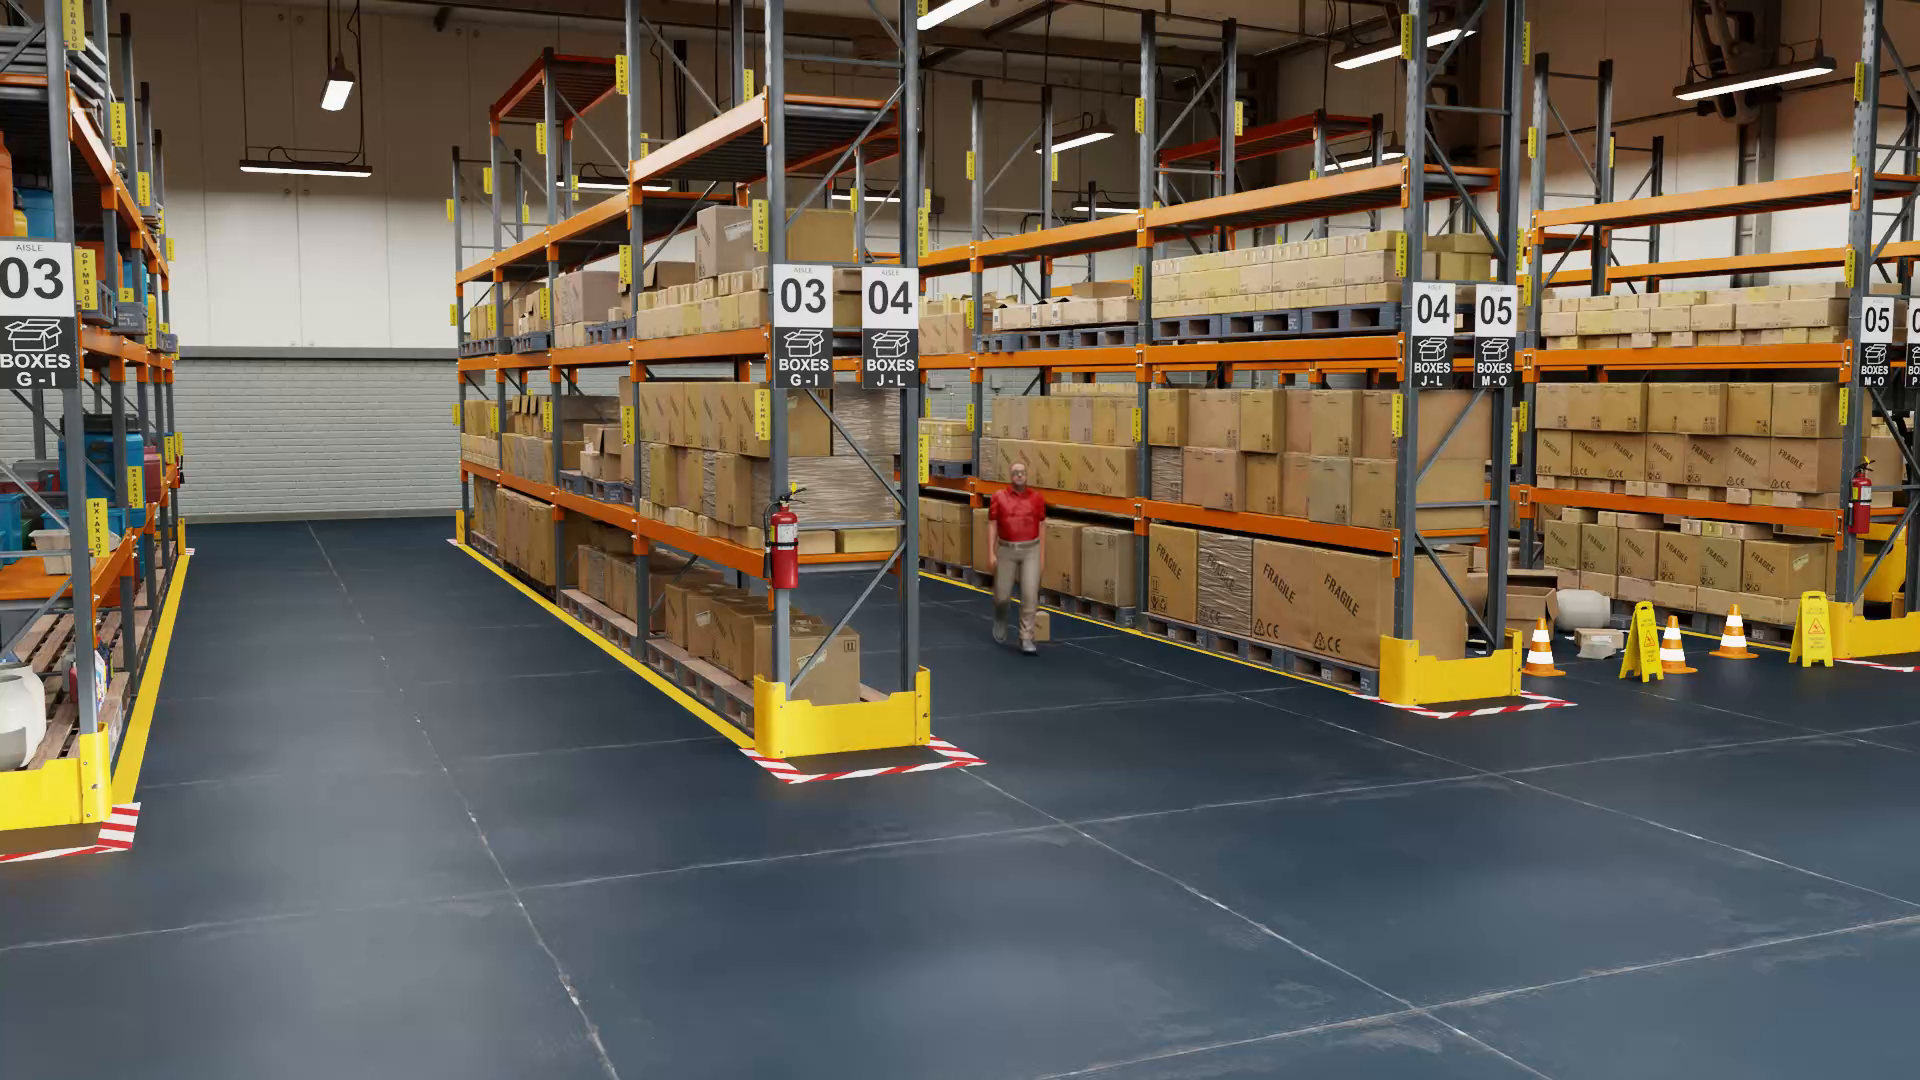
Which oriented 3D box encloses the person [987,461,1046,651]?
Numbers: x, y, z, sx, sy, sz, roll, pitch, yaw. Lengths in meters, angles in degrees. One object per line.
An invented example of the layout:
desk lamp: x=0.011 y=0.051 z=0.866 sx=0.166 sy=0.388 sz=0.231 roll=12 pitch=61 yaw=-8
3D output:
person: x=0.518 y=0.136 z=15.181 sx=0.547 sy=1.709 sz=0.661 roll=-1 pitch=5 yaw=-6
